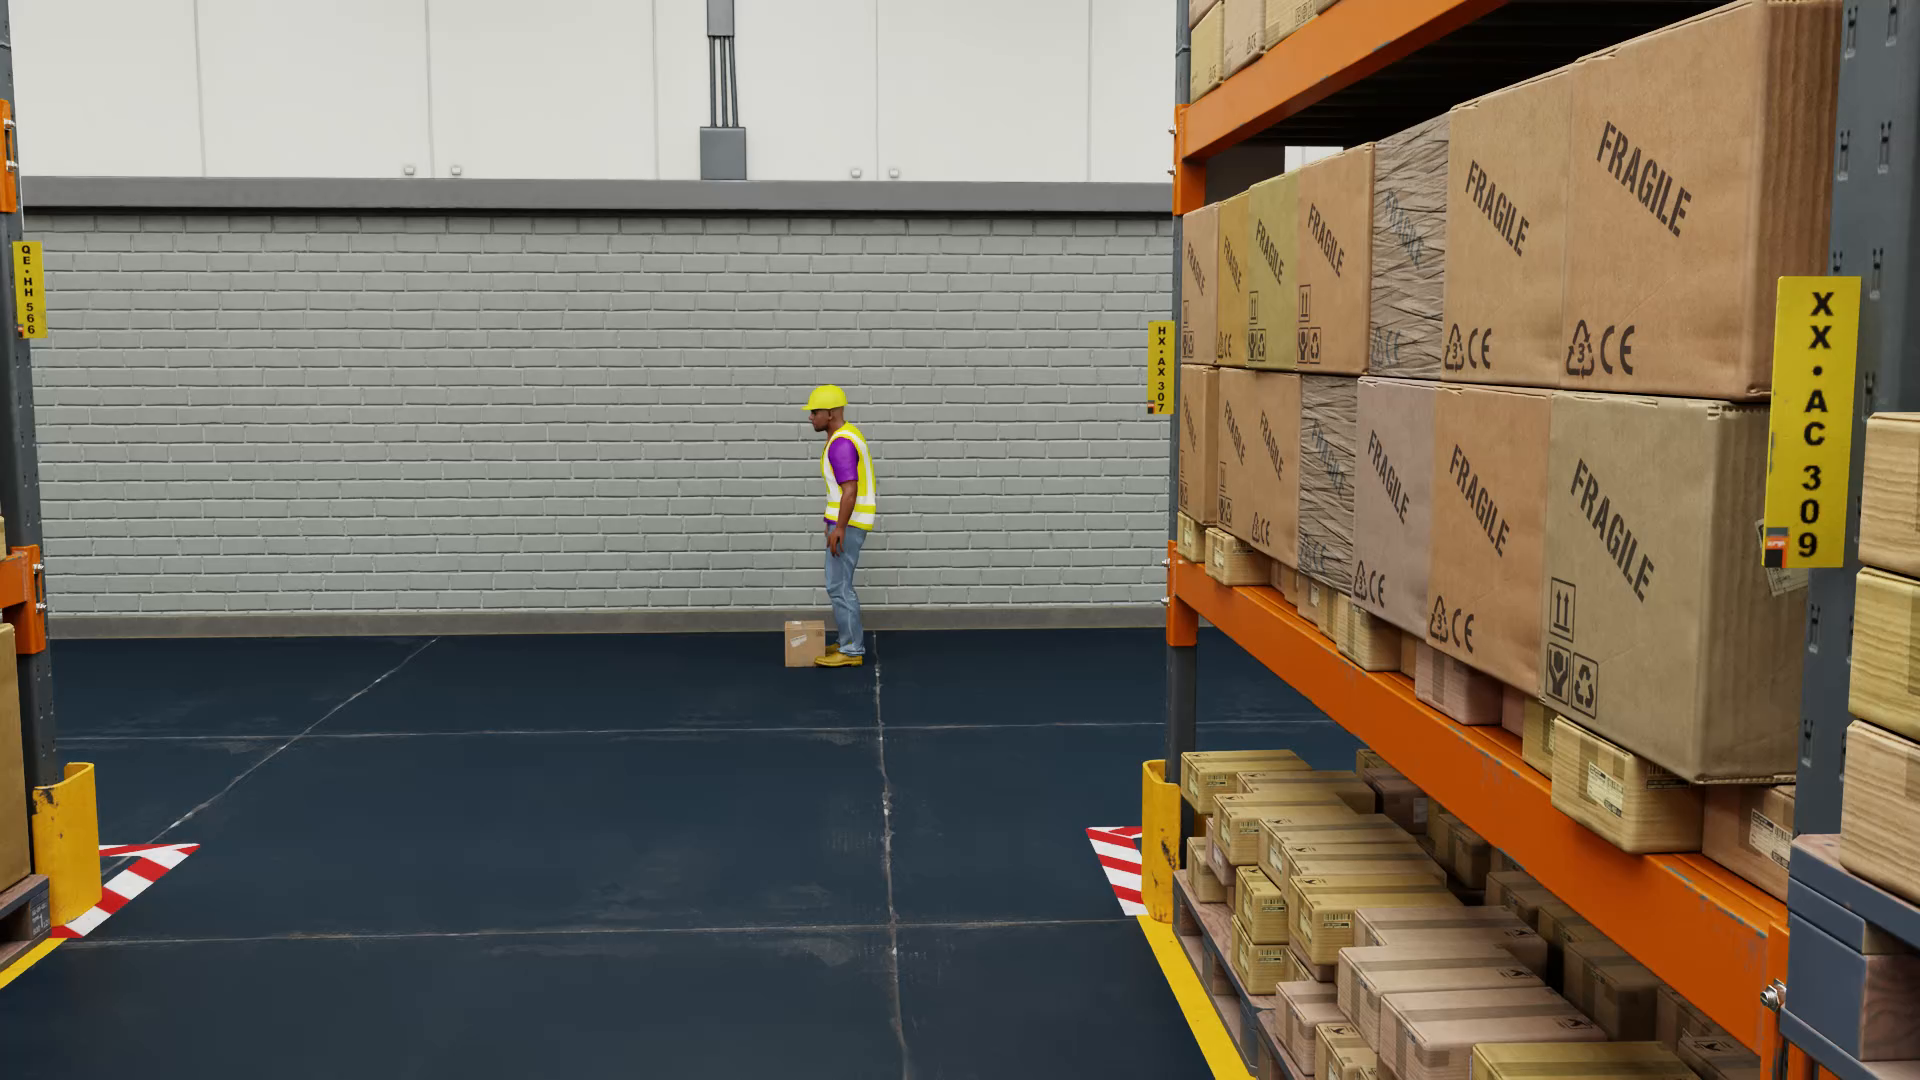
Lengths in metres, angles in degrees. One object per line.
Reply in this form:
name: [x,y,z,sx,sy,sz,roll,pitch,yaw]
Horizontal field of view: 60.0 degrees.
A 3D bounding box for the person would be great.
person: [-0.761,-0.095,10.465,0.463,1.760,0.635,-1,7,-5]
